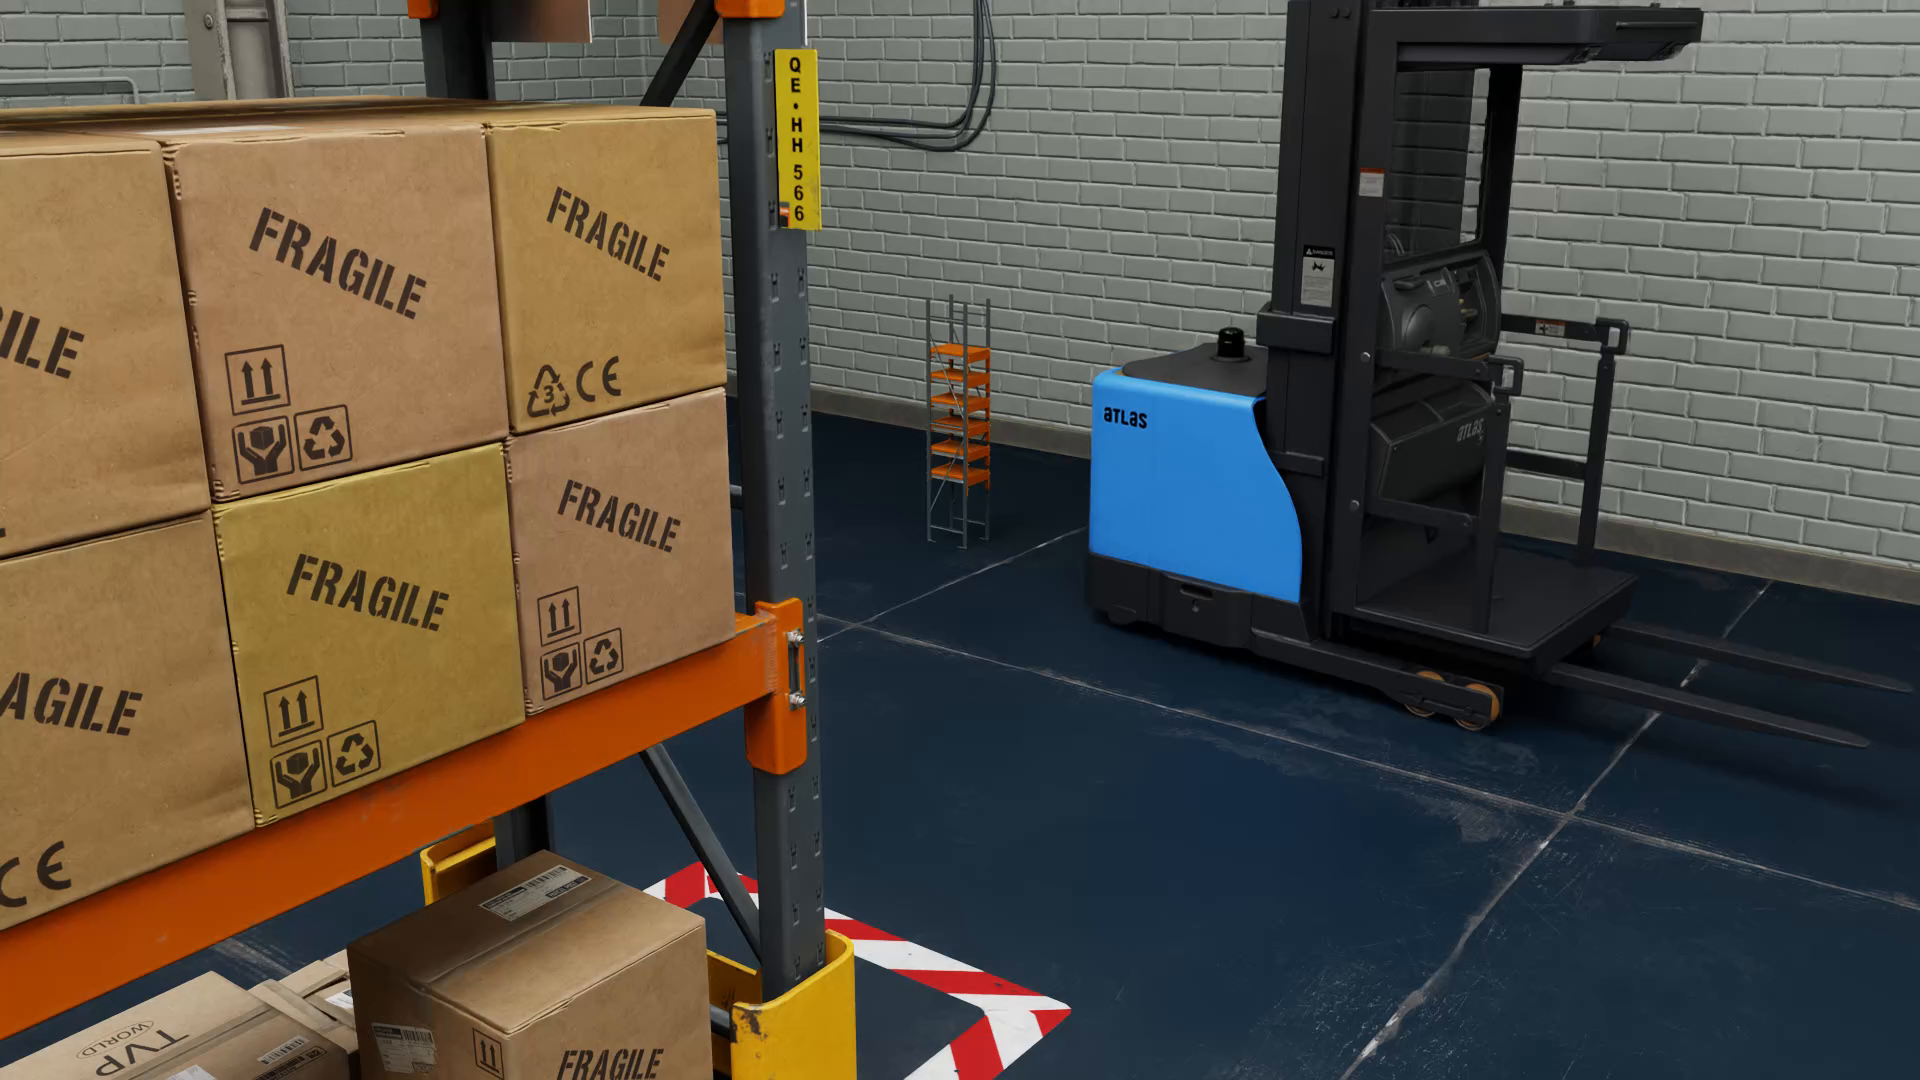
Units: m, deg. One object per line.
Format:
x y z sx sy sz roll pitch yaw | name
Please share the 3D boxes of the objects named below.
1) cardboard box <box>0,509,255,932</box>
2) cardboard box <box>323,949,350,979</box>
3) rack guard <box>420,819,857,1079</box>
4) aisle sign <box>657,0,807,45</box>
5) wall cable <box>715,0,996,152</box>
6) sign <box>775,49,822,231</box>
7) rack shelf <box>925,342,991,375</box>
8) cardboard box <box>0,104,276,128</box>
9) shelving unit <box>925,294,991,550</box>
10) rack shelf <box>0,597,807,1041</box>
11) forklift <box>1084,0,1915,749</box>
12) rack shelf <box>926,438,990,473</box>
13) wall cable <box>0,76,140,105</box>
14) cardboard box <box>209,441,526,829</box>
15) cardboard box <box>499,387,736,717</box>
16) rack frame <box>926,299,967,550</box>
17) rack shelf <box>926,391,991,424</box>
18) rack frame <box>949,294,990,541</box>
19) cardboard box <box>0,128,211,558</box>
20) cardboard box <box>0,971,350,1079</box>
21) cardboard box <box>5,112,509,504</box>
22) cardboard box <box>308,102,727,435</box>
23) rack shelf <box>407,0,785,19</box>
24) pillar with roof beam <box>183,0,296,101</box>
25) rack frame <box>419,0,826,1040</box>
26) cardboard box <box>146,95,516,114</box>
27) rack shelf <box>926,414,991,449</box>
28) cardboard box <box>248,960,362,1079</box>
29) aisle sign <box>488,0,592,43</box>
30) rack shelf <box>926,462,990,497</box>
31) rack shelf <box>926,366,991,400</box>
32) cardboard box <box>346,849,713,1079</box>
-1.391 0.208 2.347 0.500 0.500 0.500 13 21 35 | cardboard box
-1.260 1.049 3.872 0.380 0.149 0.250 12 21 35 | cardboard box
-0.780 1.071 3.952 1.175 0.500 0.348 12 21 35 | rack guard
-0.448 -1.345 3.132 0.394 0.787 0.004 12 21 35 | aisle sign
-1.058 -3.681 10.161 3.097 2.526 0.112 12 21 35 | wall cable
-0.301 -0.742 3.090 0.100 0.325 0.005 12 21 35 | sign
-0.009 -0.871 7.961 0.258 0.103 0.180 12 21 35 | rack shelf
-1.516 -0.481 2.881 0.500 0.500 0.500 13 21 35 | cardboard box
-0.009 -0.570 8.055 0.258 1.200 0.189 12 21 35 | shelving unit
-1.926 0.679 2.213 1.077 0.370 4.000 12 21 35 | rack shelf
1.979 -0.886 6.156 3.031 2.935 1.130 14 22 38 | forklift
-0.009 -0.413 8.103 0.258 0.103 0.180 12 21 35 | rack shelf
-4.712 -1.973 7.825 0.084 1.984 1.851 12 21 35 | wall cable
-1.089 0.090 2.727 0.500 0.500 0.500 13 21 35 | cardboard box
-0.783 -0.034 3.127 0.500 0.500 0.500 13 22 36 | cardboard box
-0.063 -0.548 7.985 0.240 1.200 0.006 12 21 35 | rack frame
-0.009 -0.642 8.032 0.258 0.103 0.180 12 21 35 | rack shelf
0.046 -0.591 8.125 0.240 1.200 0.006 12 21 35 | rack frame
-1.384 -0.267 2.191 0.500 0.500 0.500 13 22 36 | cardboard box
-1.584 1.161 3.343 0.500 0.250 0.500 12 21 35 | cardboard box
-1.079 -0.391 2.591 0.500 0.500 0.500 13 22 36 | cardboard box
-0.779 -0.512 2.979 0.500 0.500 0.500 12 21 34 | cardboard box
-1.926 -0.754 1.768 1.077 0.370 4.000 12 21 35 | rack shelf
-0.343 -3.916 5.679 9.100 9.000 0.400 12 21 35 | pillar with roof beam
-0.734 -0.141 3.640 1.000 3.000 0.127 12 21 35 | rack frame
-1.210 -0.607 3.286 0.500 0.500 0.500 13 22 36 | cardboard box
-0.009 -0.527 8.068 0.258 0.103 0.180 12 21 35 | rack shelf
-1.409 1.101 3.677 0.380 0.166 0.250 12 21 35 | cardboard box
-0.930 -1.451 3.474 0.394 0.787 0.004 12 21 35 | aisle sign
-0.009 -0.298 8.139 0.258 0.103 0.180 12 21 35 | rack shelf
-0.009 -0.756 7.997 0.258 0.103 0.180 12 21 35 | rack shelf
-0.860 1.016 3.388 0.500 0.500 0.500 12 21 35 | cardboard box
